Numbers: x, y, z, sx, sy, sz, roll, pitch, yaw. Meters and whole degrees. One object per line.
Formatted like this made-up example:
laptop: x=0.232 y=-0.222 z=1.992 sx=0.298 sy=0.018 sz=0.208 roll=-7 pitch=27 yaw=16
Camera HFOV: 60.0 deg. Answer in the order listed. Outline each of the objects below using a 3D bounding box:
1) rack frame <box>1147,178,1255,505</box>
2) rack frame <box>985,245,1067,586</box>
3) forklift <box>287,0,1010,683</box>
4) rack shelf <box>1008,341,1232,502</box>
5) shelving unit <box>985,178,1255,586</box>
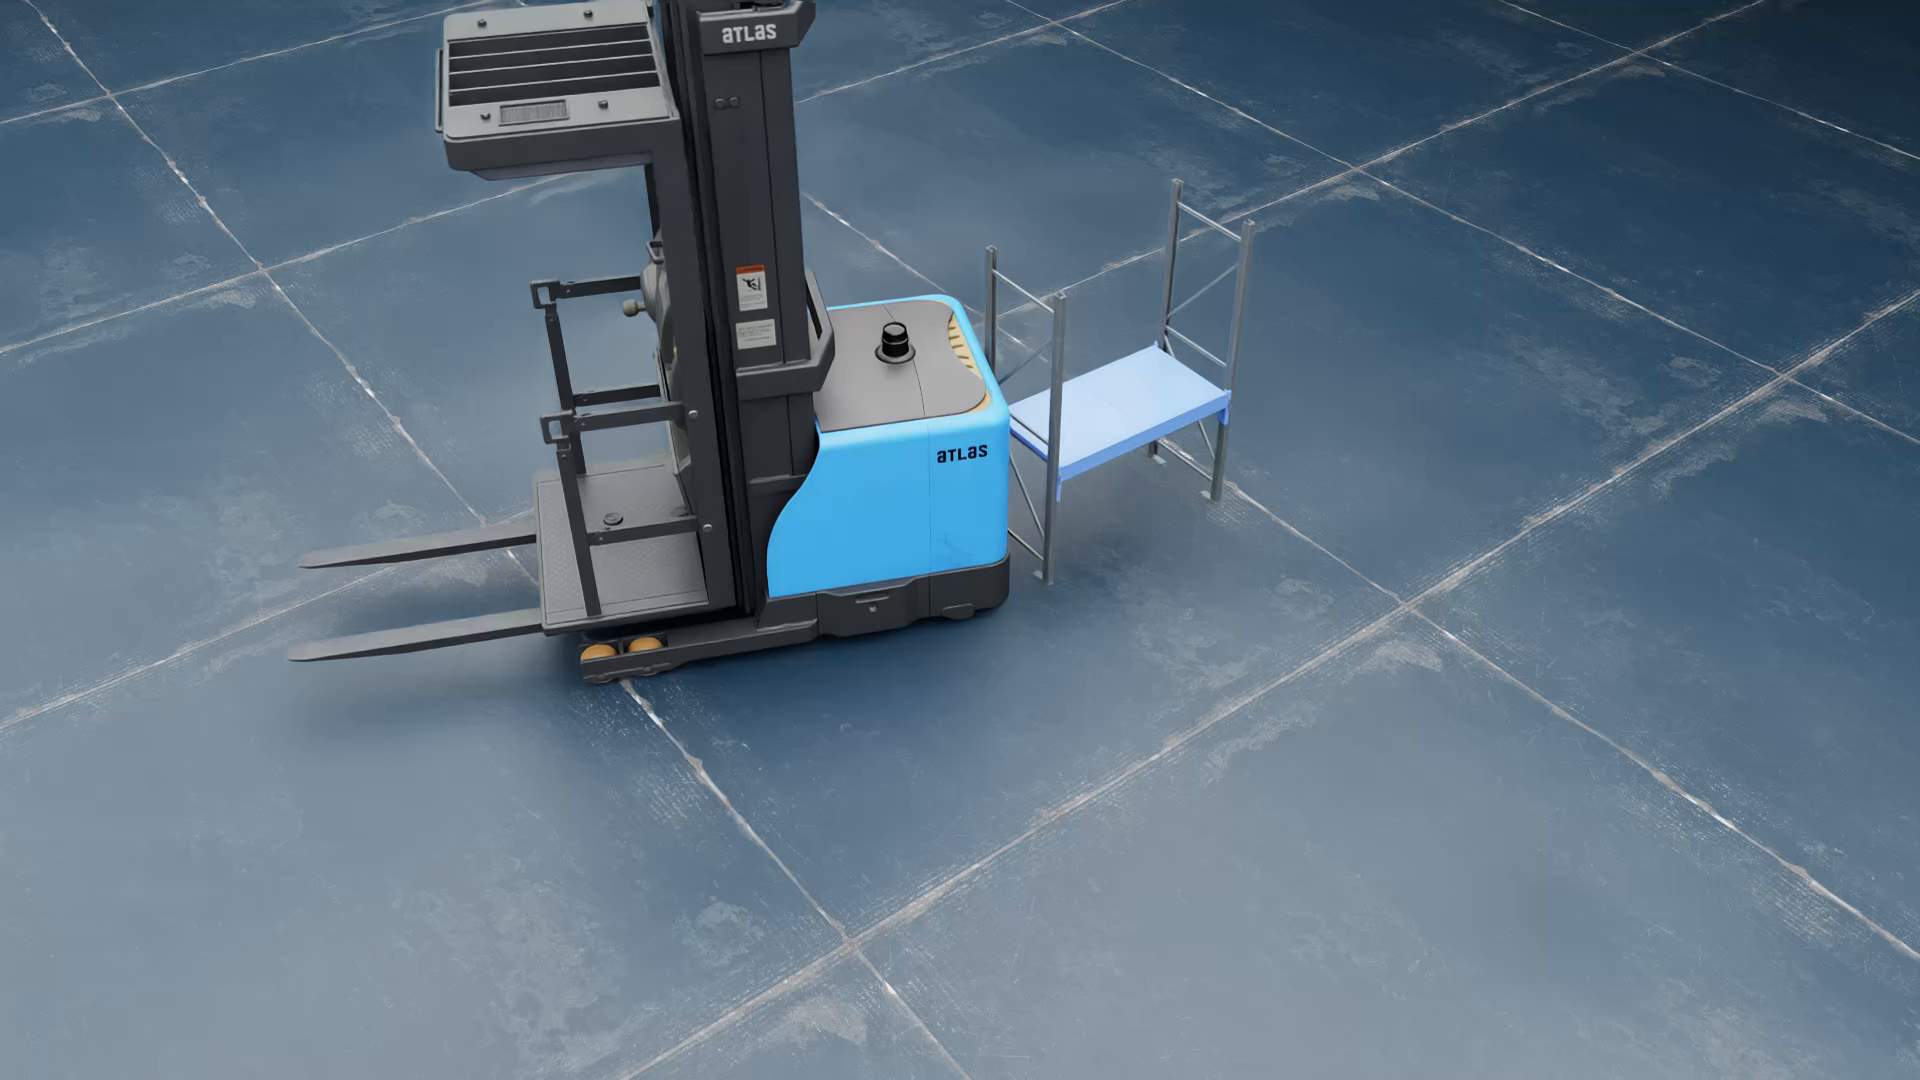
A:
rack frame: x=1.089 y=-0.881 z=7.642 sx=0.032 sy=1.500 sz=0.500 roll=-25 pitch=45 yaw=-27
rack frame: x=0.264 y=-0.504 z=7.182 sx=0.032 sy=1.500 sz=0.500 roll=-25 pitch=45 yaw=-27
forklift: x=-1.356 y=-0.899 z=6.535 sx=3.031 sy=2.935 sz=1.130 roll=-9 pitch=40 yaw=-10
rack shelf: x=0.676 y=-0.554 z=7.526 sx=1.000 sy=0.185 sz=0.538 roll=-25 pitch=45 yaw=-27
shelving unit: x=0.676 y=-0.693 z=7.412 sx=1.048 sy=1.500 sz=0.538 roll=-25 pitch=45 yaw=-27
